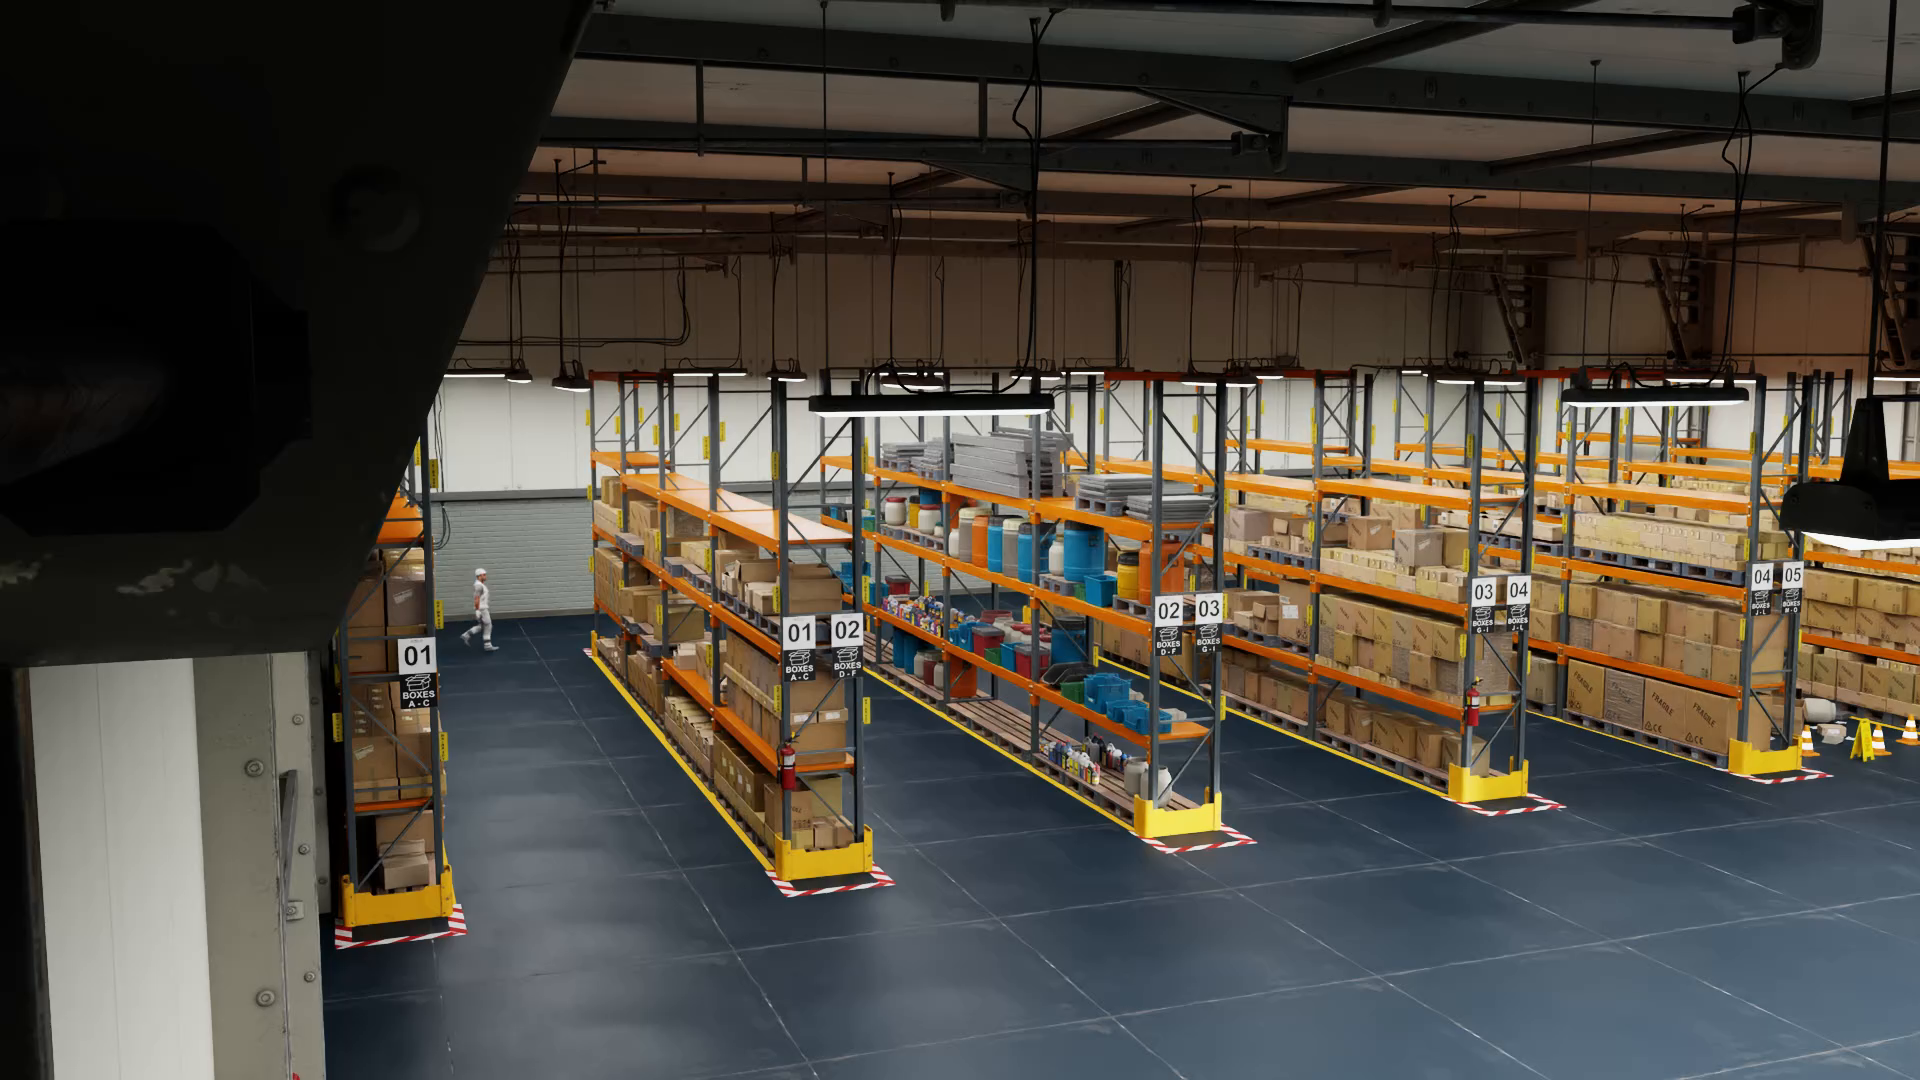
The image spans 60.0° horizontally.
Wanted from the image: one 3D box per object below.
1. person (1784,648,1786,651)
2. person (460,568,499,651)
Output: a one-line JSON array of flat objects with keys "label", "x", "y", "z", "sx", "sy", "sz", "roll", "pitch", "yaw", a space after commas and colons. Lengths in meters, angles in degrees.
[{"label": "person", "x": 17.397, "y": 1.561, "z": 35.518, "sx": 0.455, "sy": 1.724, "sz": 0.552, "roll": -5, "pitch": 8, "yaw": -38}, {"label": "person", "x": -10.272, "y": 1.485, "z": 35.461, "sx": 0.784, "sy": 1.775, "sz": 0.513, "roll": -2, "pitch": 7, "yaw": -20}]
